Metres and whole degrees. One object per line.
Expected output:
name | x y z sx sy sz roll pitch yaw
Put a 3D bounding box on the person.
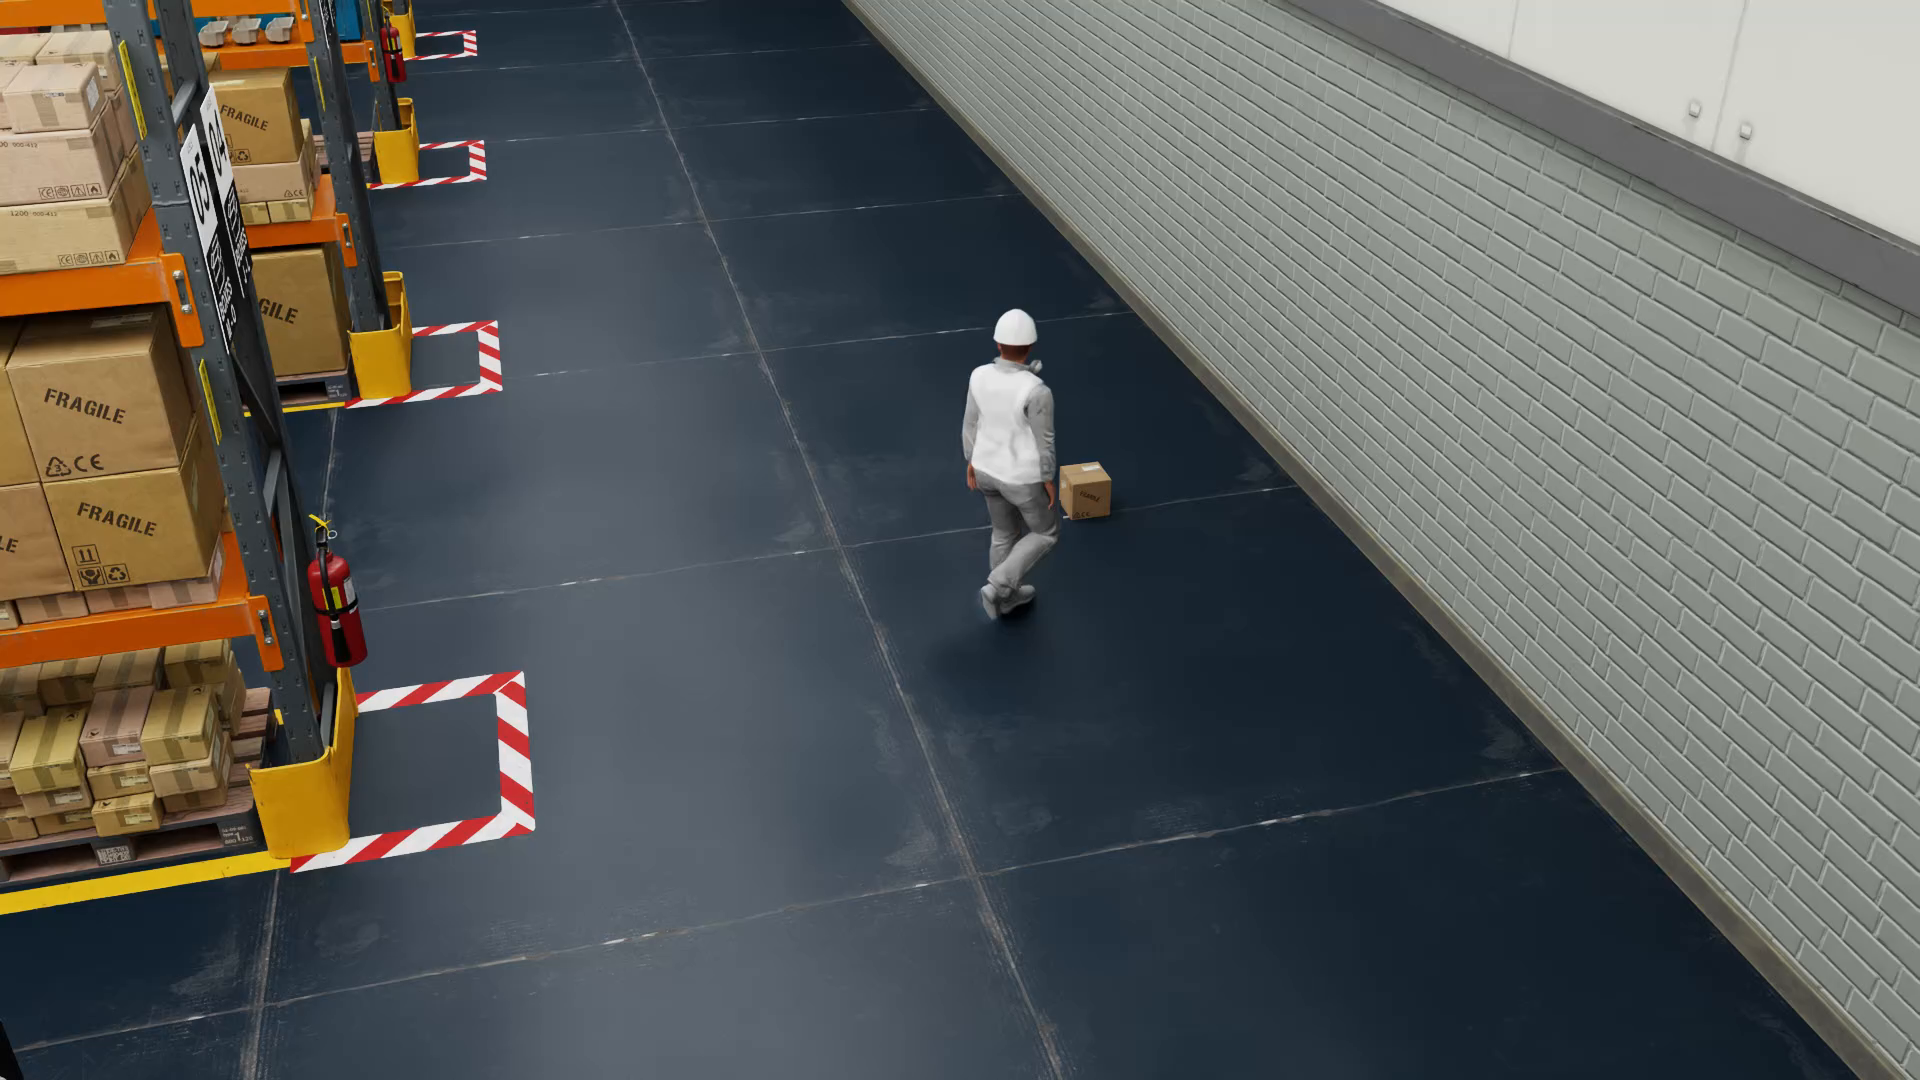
person | 0.241 -0.356 8.786 0.554 1.765 0.551 24 38 35
